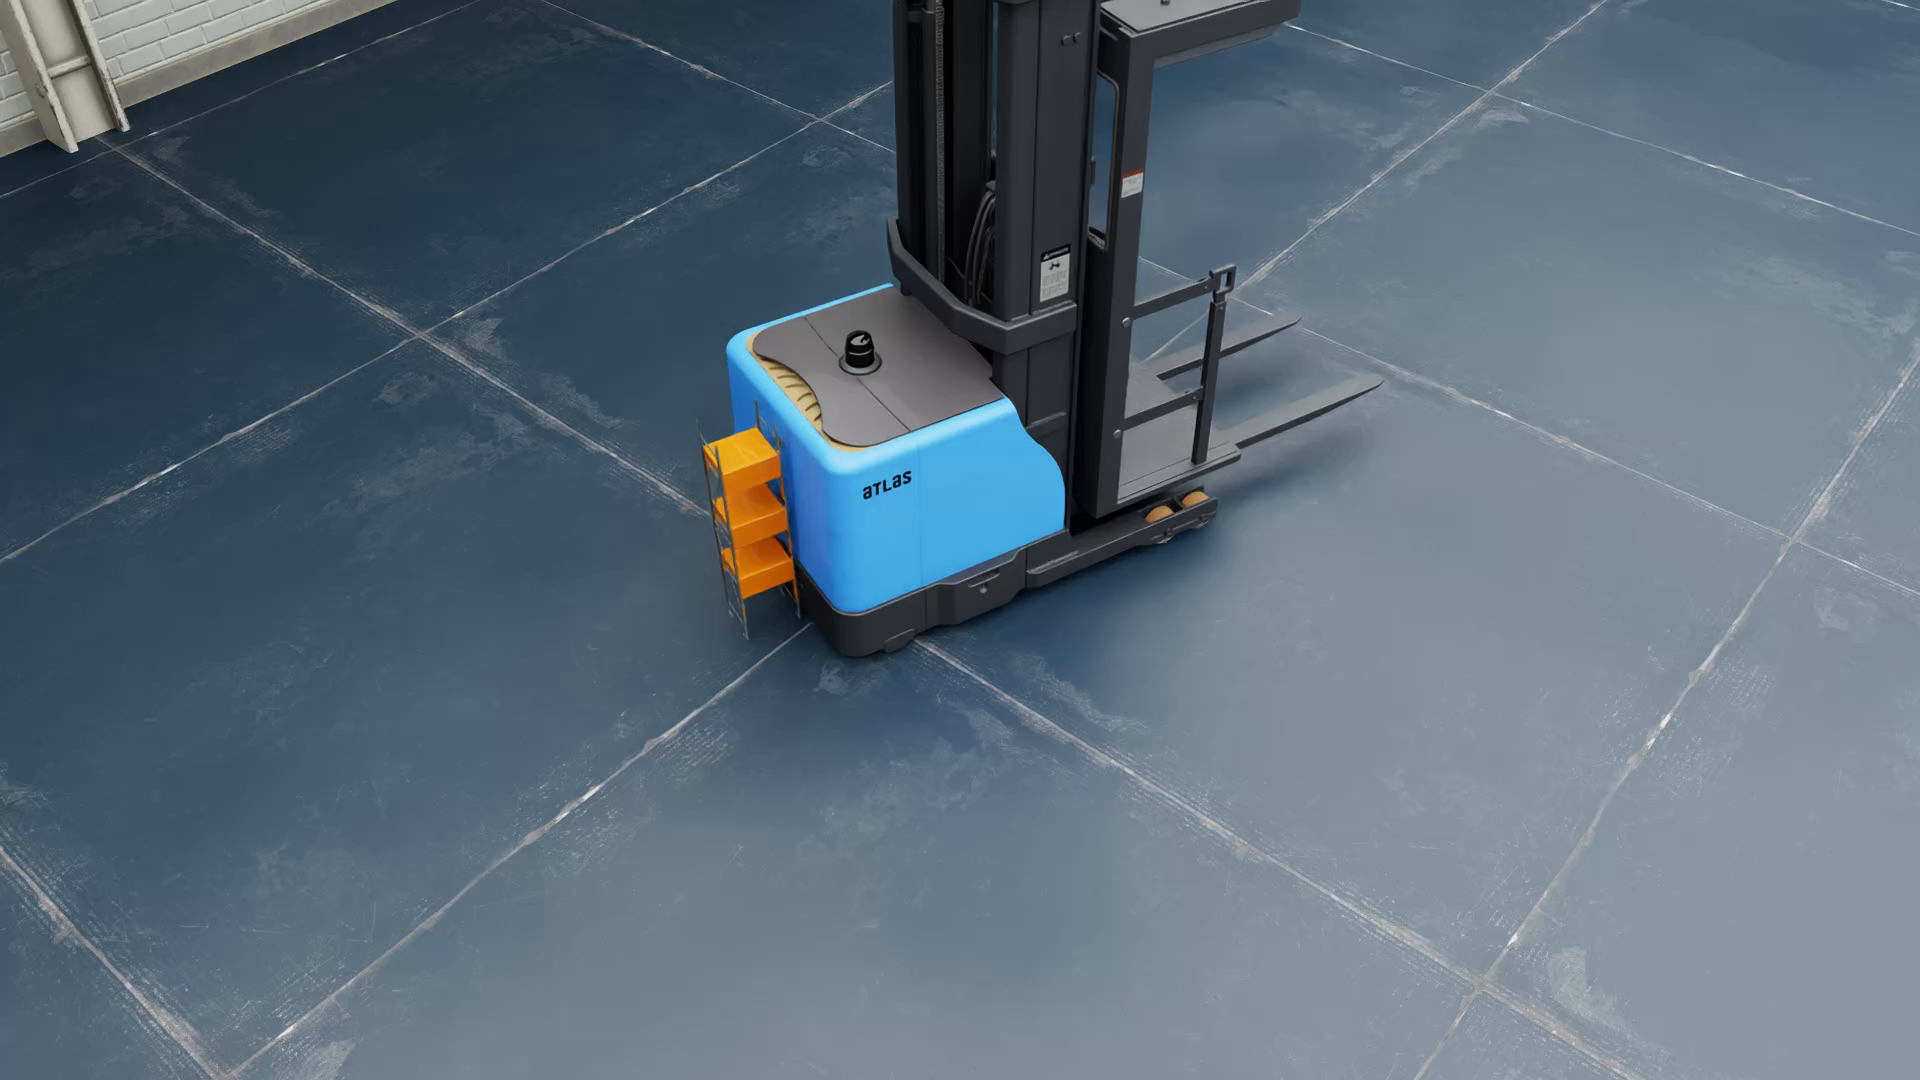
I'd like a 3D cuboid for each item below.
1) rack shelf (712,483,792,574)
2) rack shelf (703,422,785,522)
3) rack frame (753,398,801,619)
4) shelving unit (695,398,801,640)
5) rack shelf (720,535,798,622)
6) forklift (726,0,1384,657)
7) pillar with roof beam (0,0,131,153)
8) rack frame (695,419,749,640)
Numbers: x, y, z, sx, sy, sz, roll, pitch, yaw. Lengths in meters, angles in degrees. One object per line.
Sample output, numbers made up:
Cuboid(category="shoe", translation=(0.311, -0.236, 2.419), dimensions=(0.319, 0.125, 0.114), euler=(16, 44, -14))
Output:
Cuboid(category="rack shelf", translation=(-0.845, -0.059, 6.728), dimensions=(0.240, 0.259, 0.215), euler=(-22, 47, -20))
Cuboid(category="rack shelf", translation=(-0.852, -0.267, 6.534), dimensions=(0.240, 0.259, 0.215), euler=(-22, 47, -20))
Cuboid(category="rack frame", translation=(-0.739, -0.110, 6.763), dimensions=(0.008, 1.050, 0.200), euler=(-22, 47, -20))
Cuboid(category="shelving unit", translation=(-0.845, -0.067, 6.720), dimensions=(0.252, 1.050, 0.215), euler=(-22, 47, -20))
Cuboid(category="rack shelf", translation=(-0.838, 0.144, 6.917), dimensions=(0.240, 0.259, 0.215), euler=(-22, 47, -20))
Cuboid(category="forklift", translation=(0.562, -1.353, 6.742), dimensions=(3.031, 2.935, 1.130), euler=(-22, 47, -22))
Cuboid(category="pillar with roof beam", translation=(-2.040, -3.957, 5.095), dimensions=(9.100, 9.000, 0.400), euler=(29, 50, 28))
Cuboid(category="rack frame", translation=(-0.951, -0.024, 6.678), dimensions=(0.008, 1.050, 0.200), euler=(-22, 47, -20))
